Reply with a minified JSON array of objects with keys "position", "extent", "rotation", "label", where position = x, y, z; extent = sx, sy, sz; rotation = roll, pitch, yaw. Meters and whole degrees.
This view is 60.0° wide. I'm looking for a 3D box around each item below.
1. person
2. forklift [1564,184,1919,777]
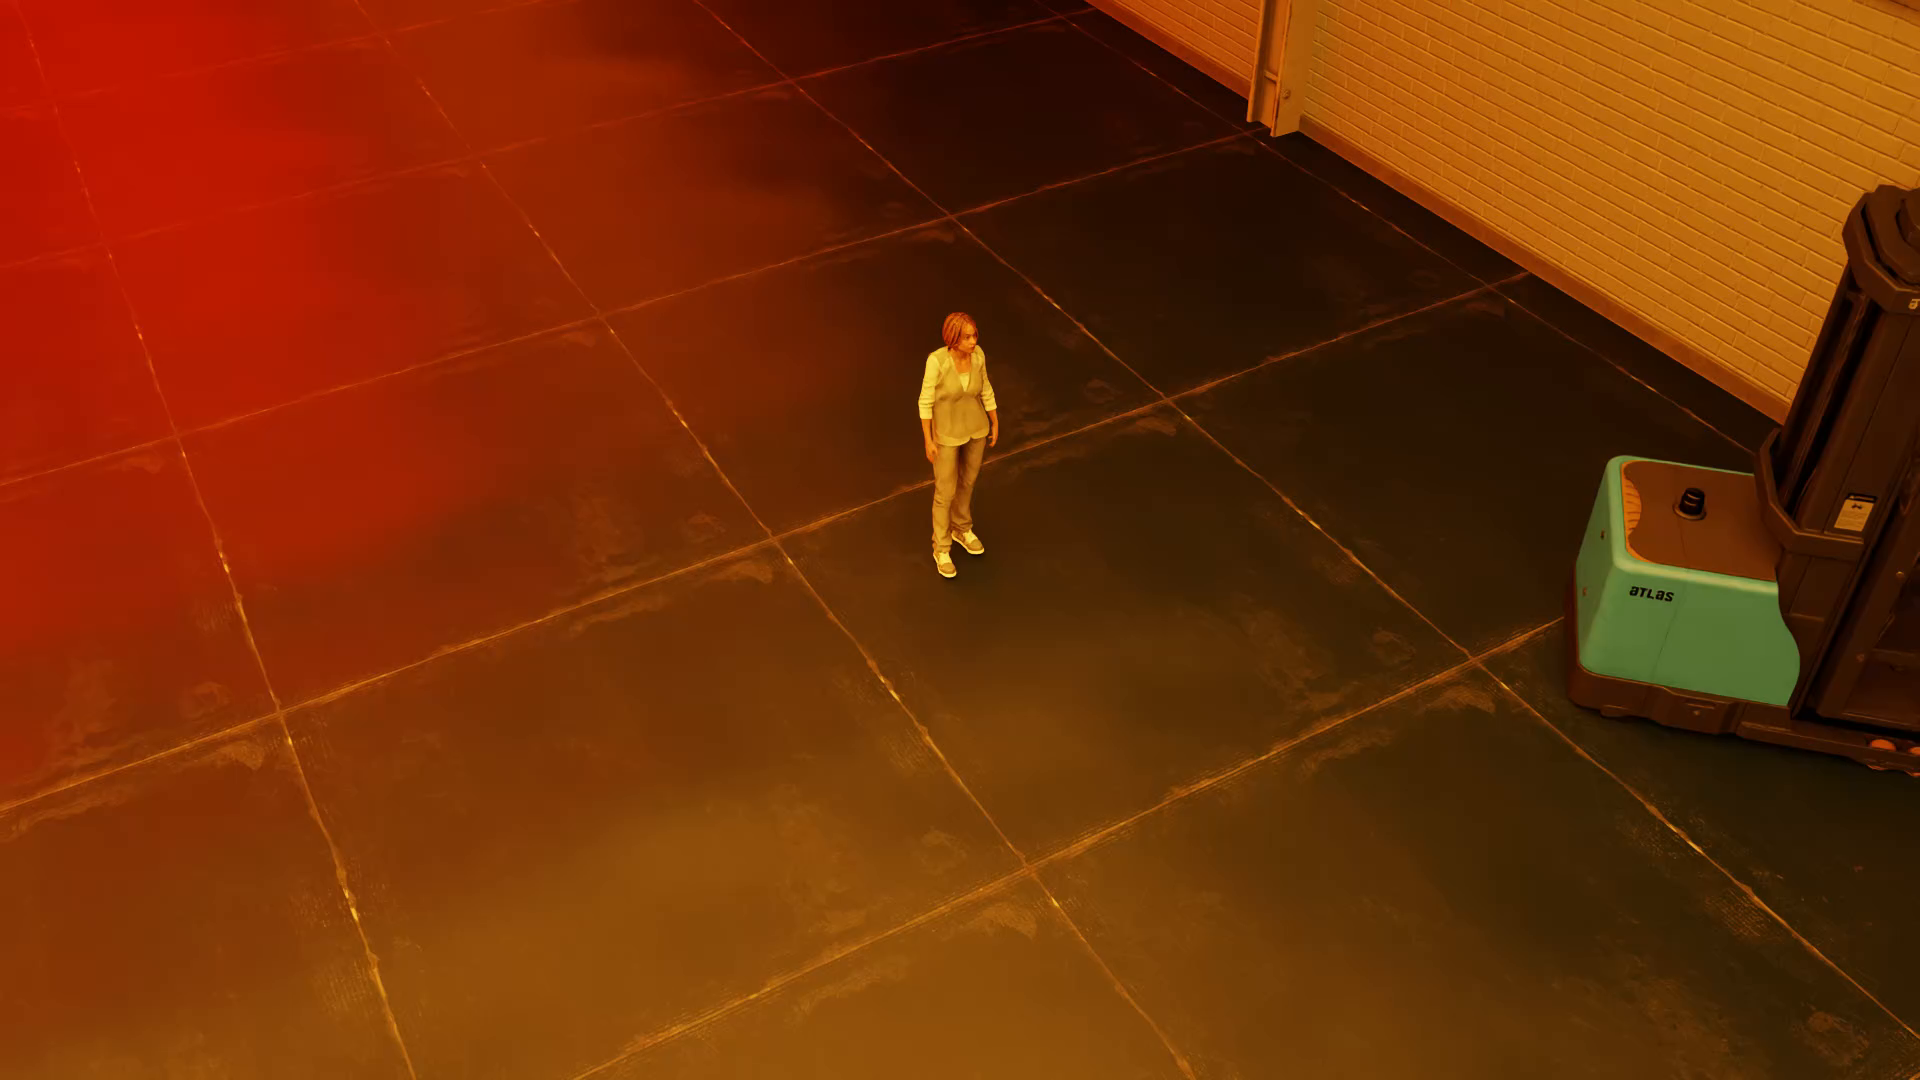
[{"position":[0.024,-0.575,9.763],"extent":[0.520,1.597,0.475],"rotation":[-20,44,-23],"label":"person"},{"position":[4.932,-0.250,8.337],"extent":[3.031,2.935,1.130],"rotation":[10,41,11],"label":"forklift"}]
